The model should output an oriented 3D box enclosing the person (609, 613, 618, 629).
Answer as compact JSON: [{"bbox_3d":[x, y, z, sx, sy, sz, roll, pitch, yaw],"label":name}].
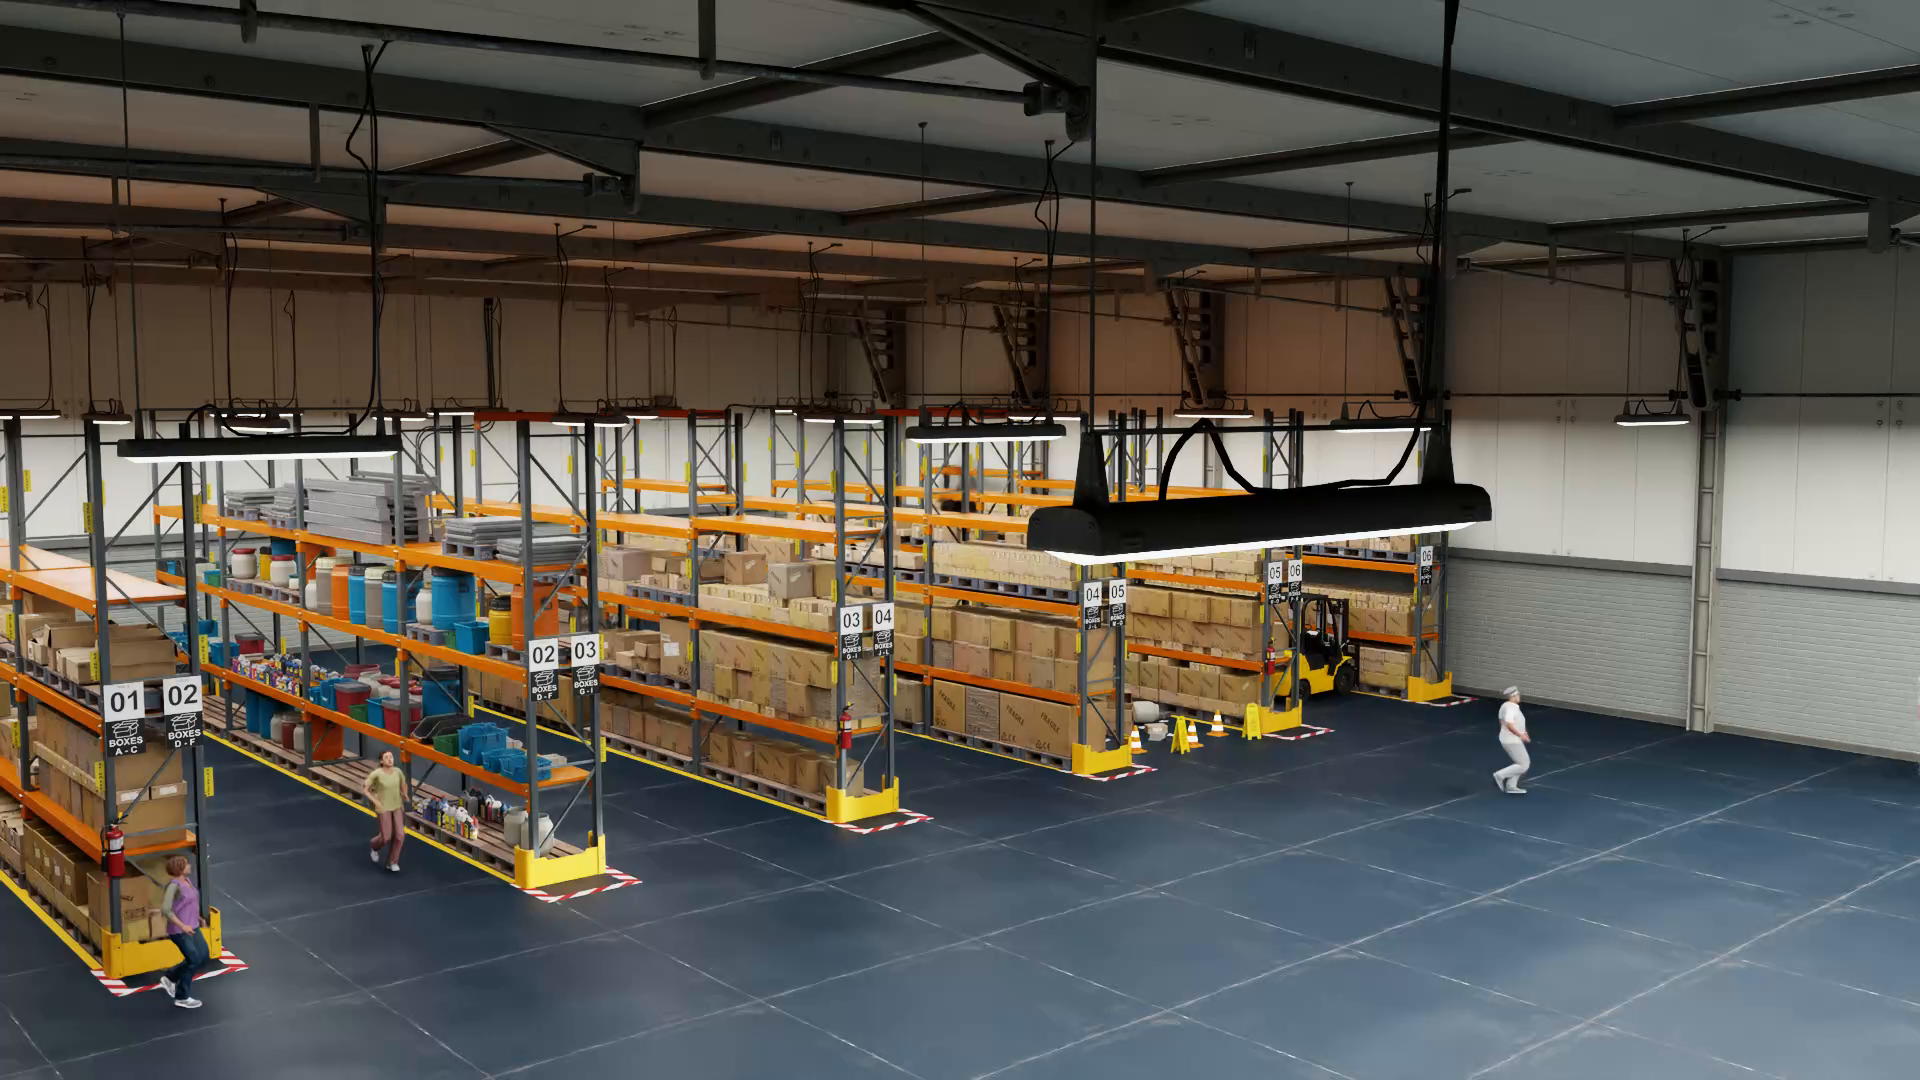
[{"bbox_3d":[-8.475,1.876,41.534,0.571,1.610,0.706,-1,5,-15],"label":"person"}]

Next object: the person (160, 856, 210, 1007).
[{"bbox_3d":[-8.060,4.057,17.268,0.478,1.558,0.582,0,5,-3],"label":"person"}]

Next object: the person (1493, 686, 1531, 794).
[{"bbox_3d":[8.716,3.157,26.295,0.615,1.733,0.679,0,5,4],"label":"person"}]

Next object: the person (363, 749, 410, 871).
[{"bbox_3d":[-7.619,3.578,22.153,0.598,1.618,0.561,-5,7,-44],"label":"person"}]
